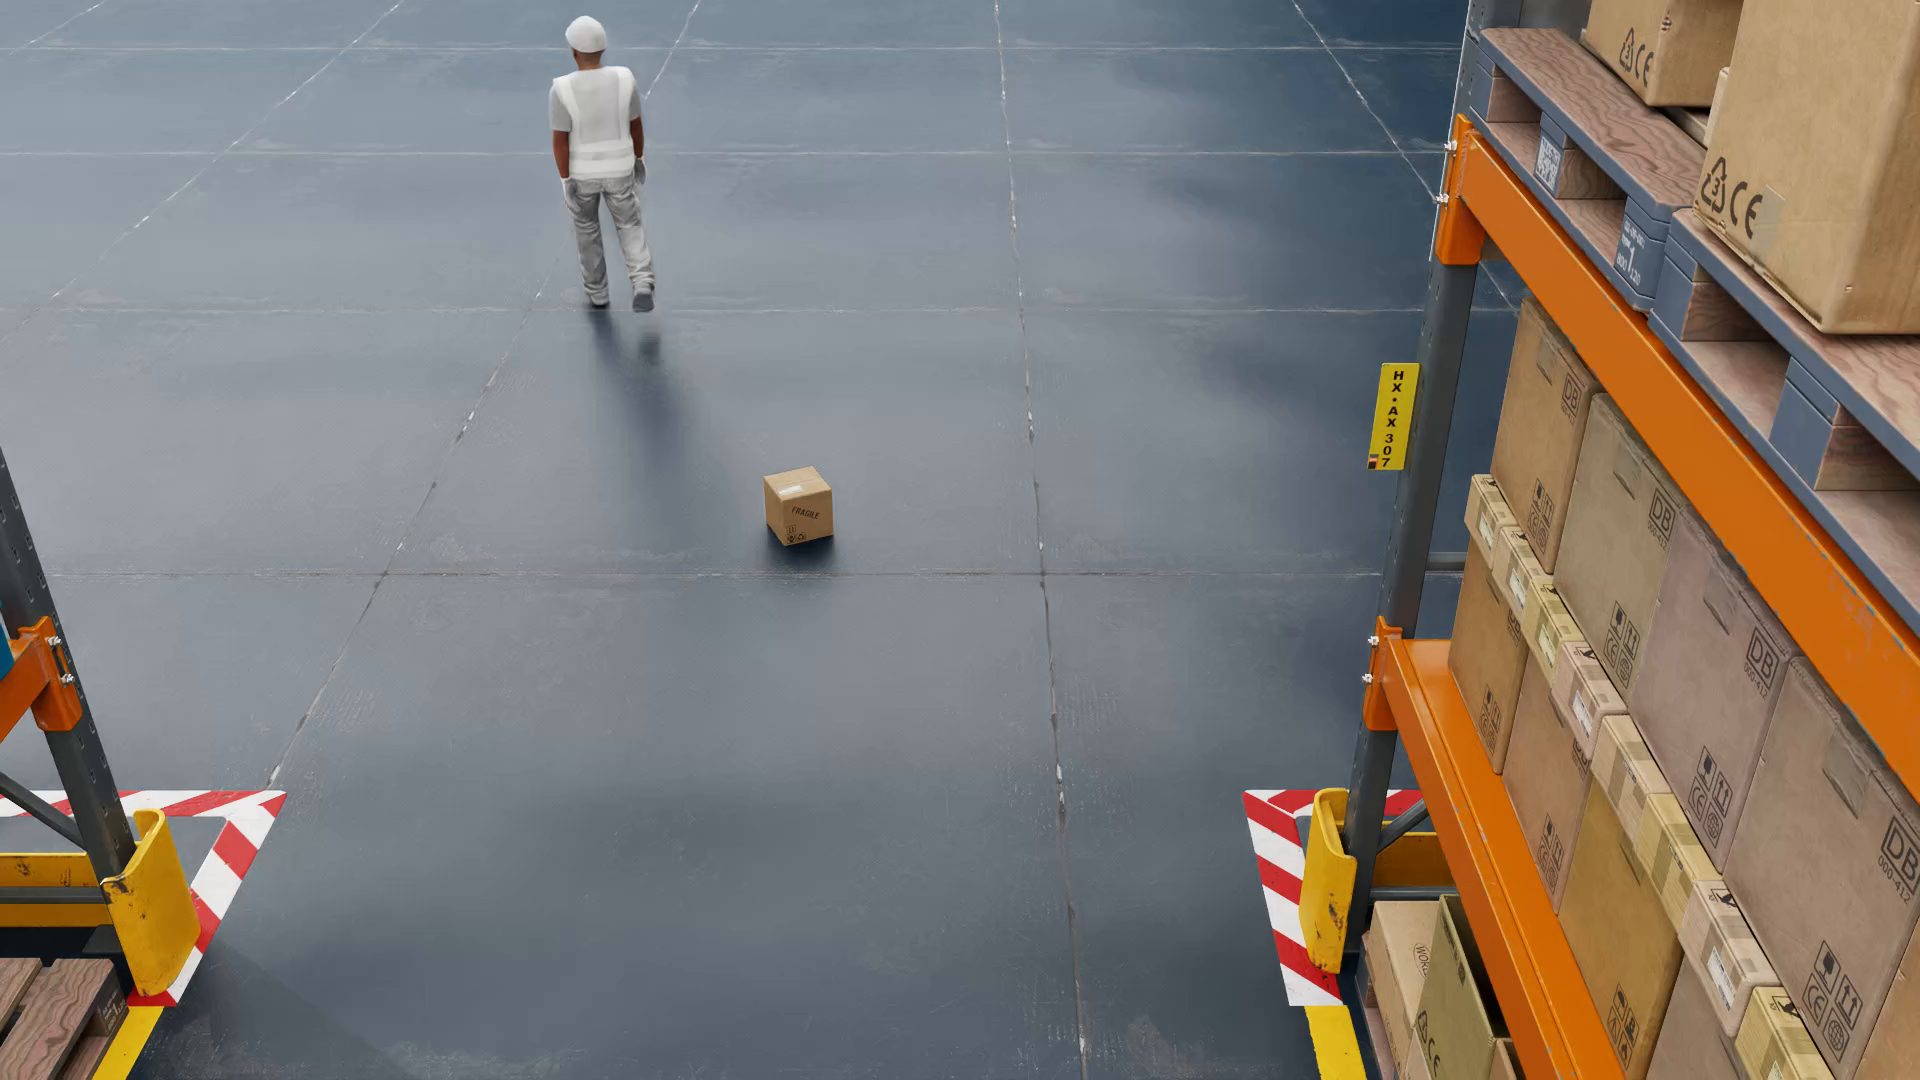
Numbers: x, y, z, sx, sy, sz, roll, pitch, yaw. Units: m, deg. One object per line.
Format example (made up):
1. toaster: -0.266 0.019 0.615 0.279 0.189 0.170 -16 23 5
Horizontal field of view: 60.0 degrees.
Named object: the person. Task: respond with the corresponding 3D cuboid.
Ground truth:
1. person: -2.068 -2.140 9.624 0.546 1.757 0.848 -11 33 -18
